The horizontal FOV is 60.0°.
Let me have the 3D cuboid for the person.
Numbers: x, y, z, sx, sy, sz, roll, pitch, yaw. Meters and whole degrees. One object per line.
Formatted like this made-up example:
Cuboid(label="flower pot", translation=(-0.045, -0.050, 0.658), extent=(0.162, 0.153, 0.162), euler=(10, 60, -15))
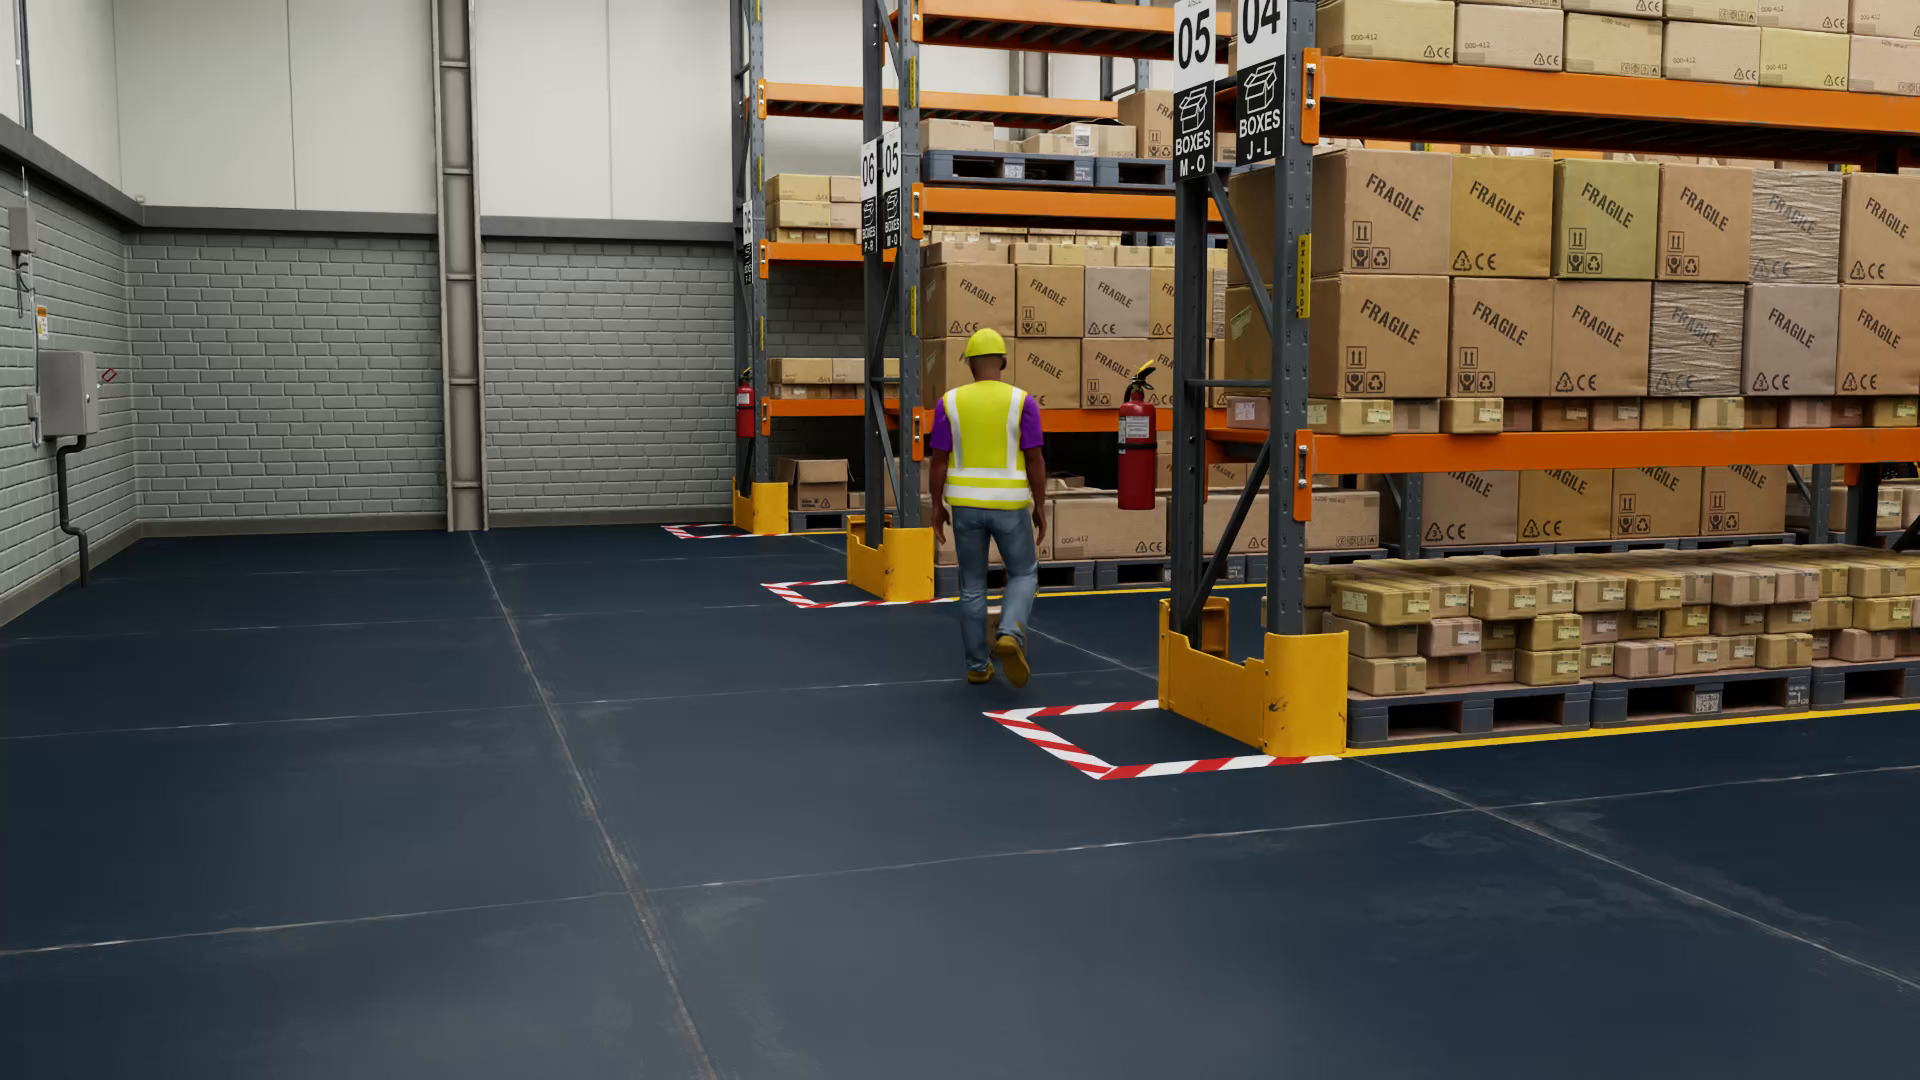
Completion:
Cuboid(label="person", translation=(0.143, -0.160, 8.247), extent=(0.590, 1.767, 0.581), euler=(1, 6, 10))
